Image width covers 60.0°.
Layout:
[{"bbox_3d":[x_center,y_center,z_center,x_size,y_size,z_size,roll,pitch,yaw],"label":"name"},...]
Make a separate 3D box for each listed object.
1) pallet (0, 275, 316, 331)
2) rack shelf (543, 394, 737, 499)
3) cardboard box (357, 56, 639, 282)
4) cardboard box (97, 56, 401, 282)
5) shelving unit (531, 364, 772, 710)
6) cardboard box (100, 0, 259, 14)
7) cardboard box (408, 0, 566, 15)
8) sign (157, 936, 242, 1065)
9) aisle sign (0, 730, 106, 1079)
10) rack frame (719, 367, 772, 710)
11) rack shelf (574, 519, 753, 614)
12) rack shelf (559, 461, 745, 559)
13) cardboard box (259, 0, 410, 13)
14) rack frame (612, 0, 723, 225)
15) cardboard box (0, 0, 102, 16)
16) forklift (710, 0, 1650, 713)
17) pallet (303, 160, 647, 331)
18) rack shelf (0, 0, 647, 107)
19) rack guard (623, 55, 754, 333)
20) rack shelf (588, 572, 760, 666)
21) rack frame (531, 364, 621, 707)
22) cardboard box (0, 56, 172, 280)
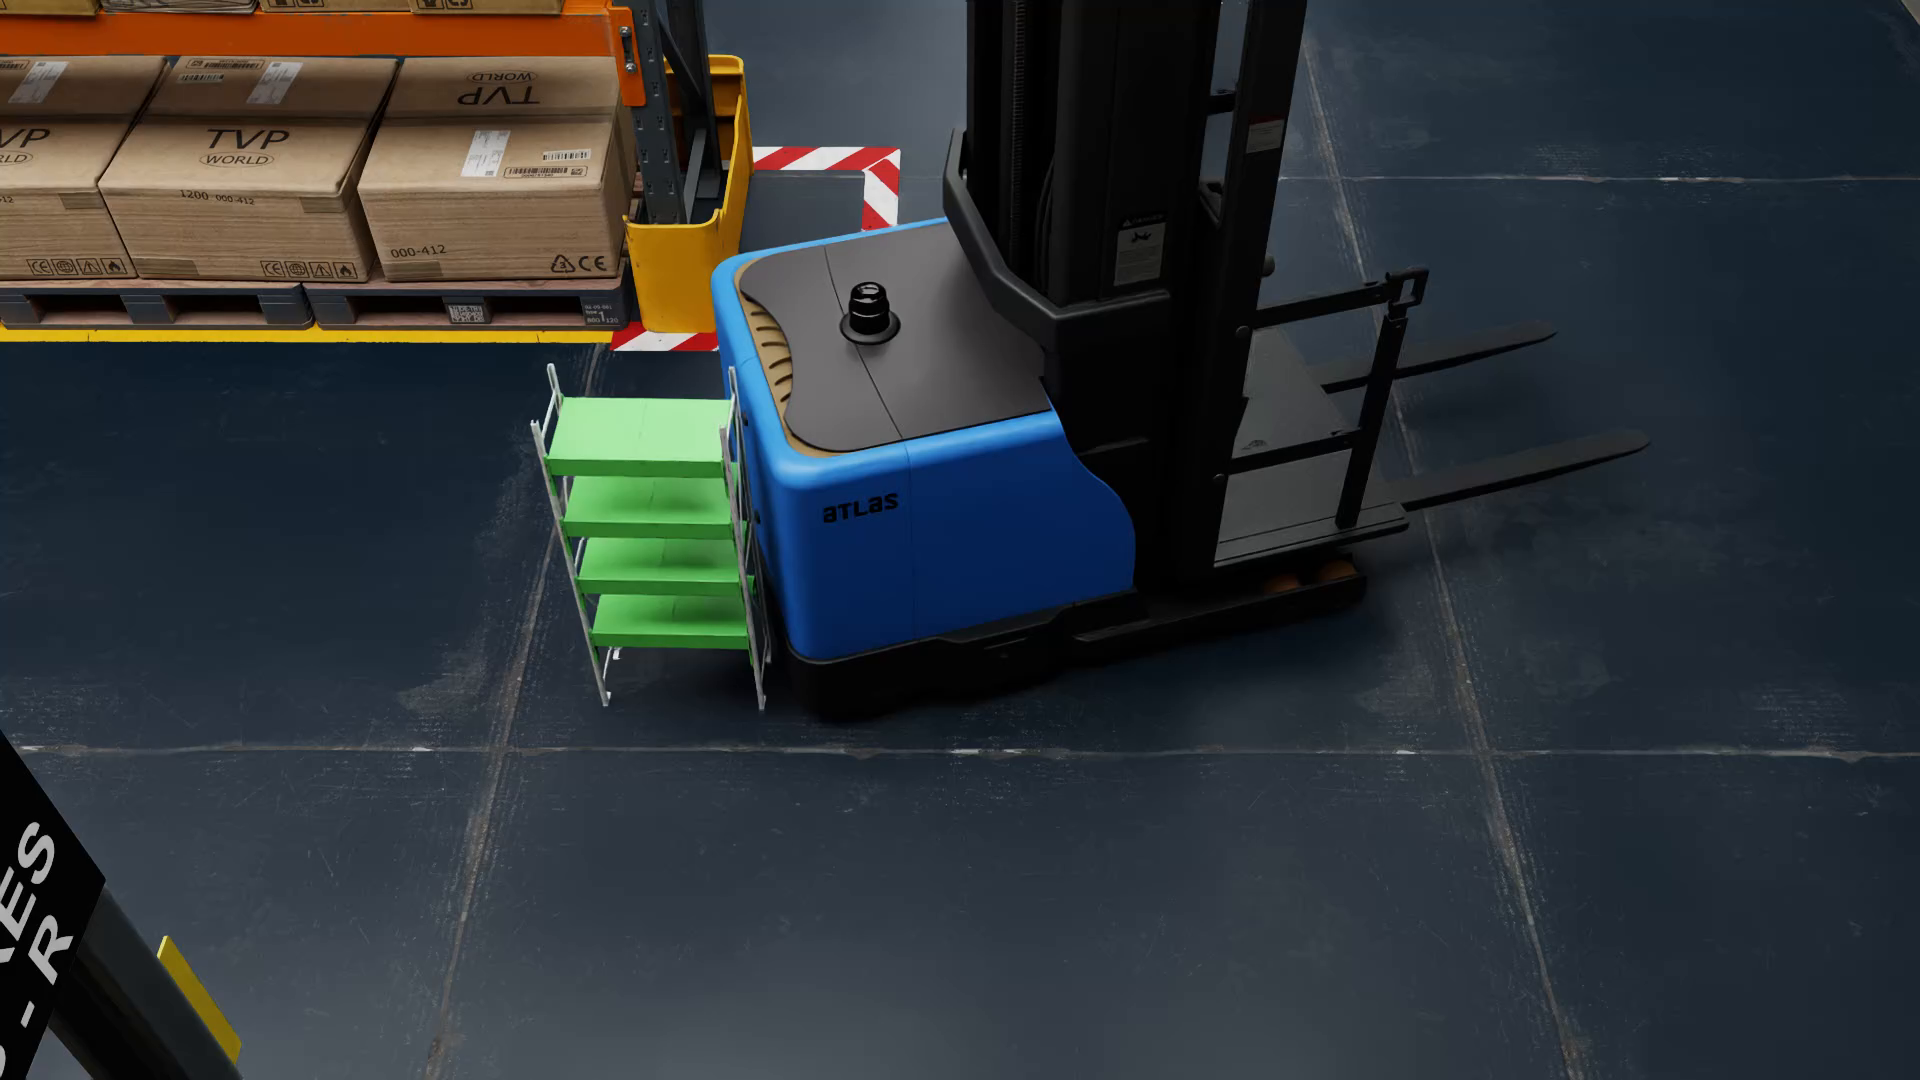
[{"bbox_3d":[-3.101,-1.249,6.686,1.213,0.211,1.003,0,47,0],"label":"pallet"},{"bbox_3d":[-0.858,-0.256,4.518,0.480,0.148,0.258,1,47,1],"label":"rack shelf"},{"bbox_3d":[-1.744,-1.447,6.429,0.875,0.438,0.875,-1,47,-1],"label":"cardboard box"},{"bbox_3d":[-2.660,-1.444,6.426,0.875,0.438,0.875,1,47,1],"label":"cardboard box"},{"bbox_3d":[-0.858,0.028,4.822,0.503,1.200,0.258,1,47,1],"label":"shelving unit"},{"bbox_3d":[-2.584,-2.097,5.502,0.500,0.500,0.500,1,47,1],"label":"cardboard box"},{"bbox_3d":[-1.567,-2.090,5.496,0.500,0.500,0.500,0,47,0],"label":"cardboard box"},{"bbox_3d":[-1.097,0.693,2.382,0.005,0.325,0.100,0,47,0],"label":"sign"},{"bbox_3d":[-1.029,0.284,1.578,0.004,0.787,0.394,0,47,0],"label":"aisle sign"},{"bbox_3d":[-0.614,0.032,4.818,0.015,1.200,0.240,1,47,1],"label":"rack frame"},{"bbox_3d":[-0.858,0.071,4.869,0.480,0.148,0.258,1,47,1],"label":"rack shelf"},{"bbox_3d":[-0.858,-0.092,4.693,0.480,0.148,0.258,1,47,1],"label":"rack shelf"},{"bbox_3d":[-2.069,-2.103,5.507,0.500,0.500,0.500,-1,47,-1],"label":"cardboard box"},{"bbox_3d":[-1.084,-2.248,5.711,0.127,3.000,1.000,0,47,0],"label":"rack frame"},{"bbox_3d":[-3.100,-2.089,5.494,0.500,0.500,0.500,1,47,1],"label":"cardboard box"},{"bbox_3d":[0.812,-1.090,4.680,3.031,2.935,1.130,-13,48,-11],"label":"forklift"},{"bbox_3d":[-1.884,-1.243,6.681,1.213,0.211,1.003,0,47,0],"label":"pallet"},{"bbox_3d":[-3.084,-2.009,5.980,4.000,0.370,1.077,0,47,0],"label":"rack shelf"},{"bbox_3d":[-1.060,-1.397,6.626,0.348,0.500,1.175,0,47,0],"label":"rack guard"},{"bbox_3d":[-0.858,0.235,5.045,0.480,0.148,0.258,1,47,1],"label":"rack shelf"},{"bbox_3d":[-1.102,0.023,4.826,0.015,1.200,0.240,1,47,1],"label":"rack frame"},{"bbox_3d":[-3.561,-1.447,6.429,0.875,0.438,0.875,-1,47,-1],"label":"cardboard box"}]
